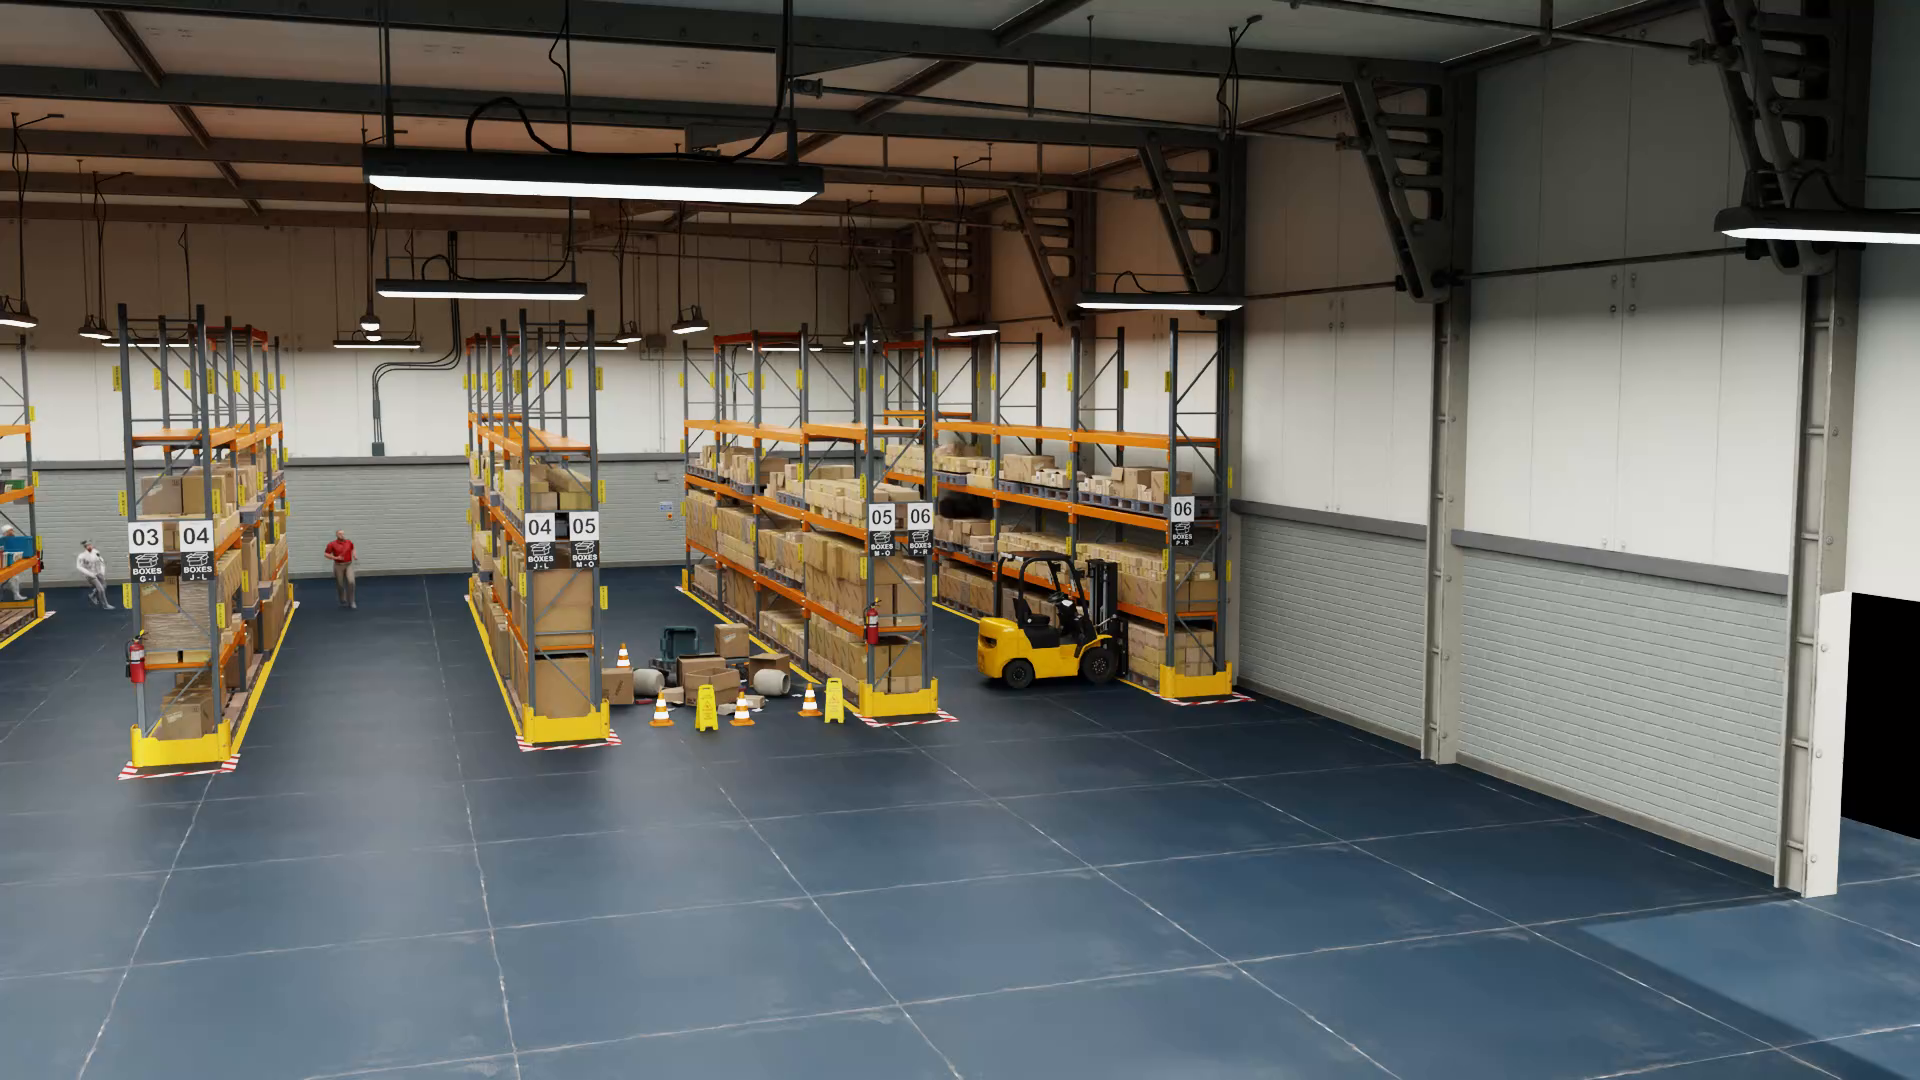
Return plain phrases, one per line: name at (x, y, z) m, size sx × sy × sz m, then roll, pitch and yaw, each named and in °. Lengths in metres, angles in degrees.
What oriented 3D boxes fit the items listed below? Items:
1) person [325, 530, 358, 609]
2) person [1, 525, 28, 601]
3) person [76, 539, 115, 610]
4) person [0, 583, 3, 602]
person at (-13.715, 0.668, 36.877) m, size 0.698 × 1.813 × 0.733 m, roll -4°, pitch 7°, yaw -35°
person at (-21.835, 0.527, 38.096) m, size 0.829 × 1.748 × 0.701 m, roll -1°, pitch 5°, yaw -6°
person at (-19.071, 0.751, 36.478) m, size 0.660 × 1.596 × 0.673 m, roll 2°, pitch 6°, yaw 24°
person at (-21.193, 0.720, 36.366) m, size 0.946 × 1.722 × 0.674 m, roll 1°, pitch 5°, yaw 9°
